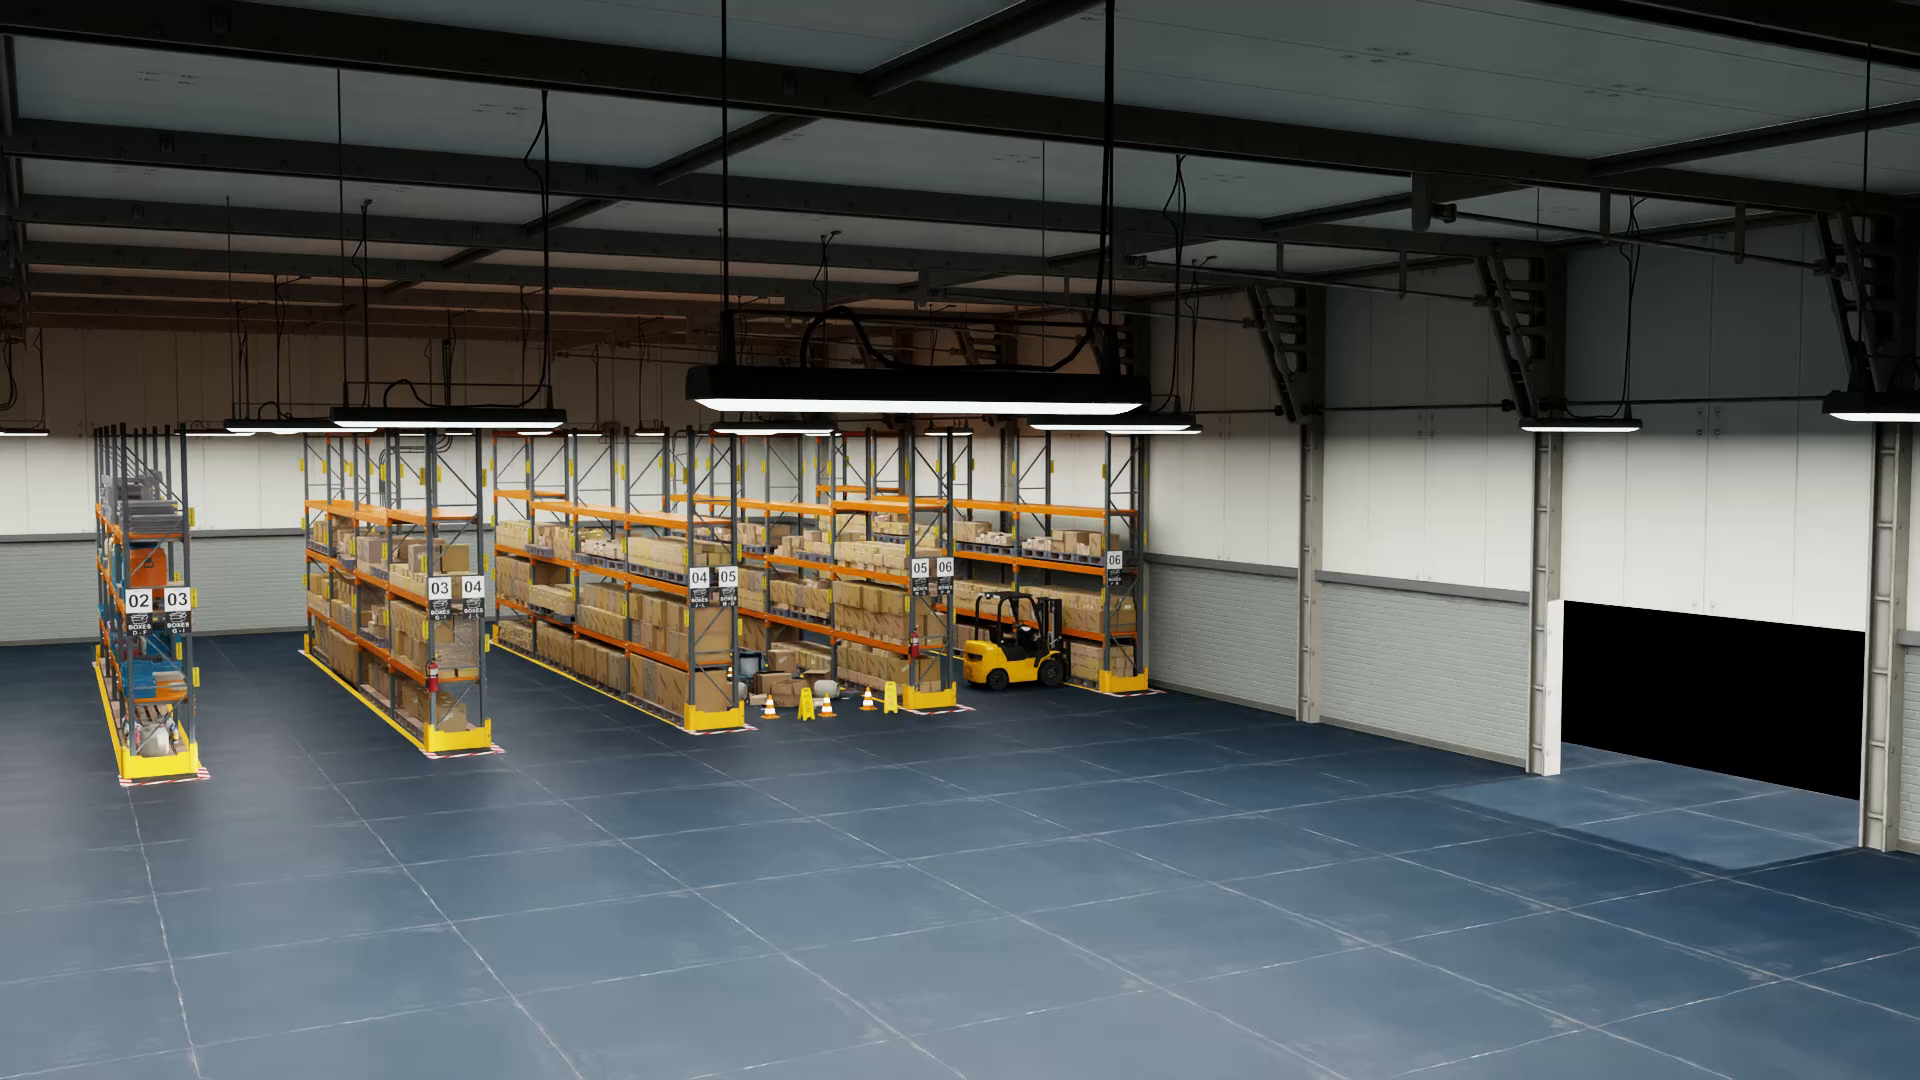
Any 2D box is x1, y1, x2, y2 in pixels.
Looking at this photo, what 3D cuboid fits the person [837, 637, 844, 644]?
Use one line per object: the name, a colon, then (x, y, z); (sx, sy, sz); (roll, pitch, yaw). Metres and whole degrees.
person: (-3.382, 2.073, 46.500); (0.473, 1.673, 0.475); (3, 5, 45)
